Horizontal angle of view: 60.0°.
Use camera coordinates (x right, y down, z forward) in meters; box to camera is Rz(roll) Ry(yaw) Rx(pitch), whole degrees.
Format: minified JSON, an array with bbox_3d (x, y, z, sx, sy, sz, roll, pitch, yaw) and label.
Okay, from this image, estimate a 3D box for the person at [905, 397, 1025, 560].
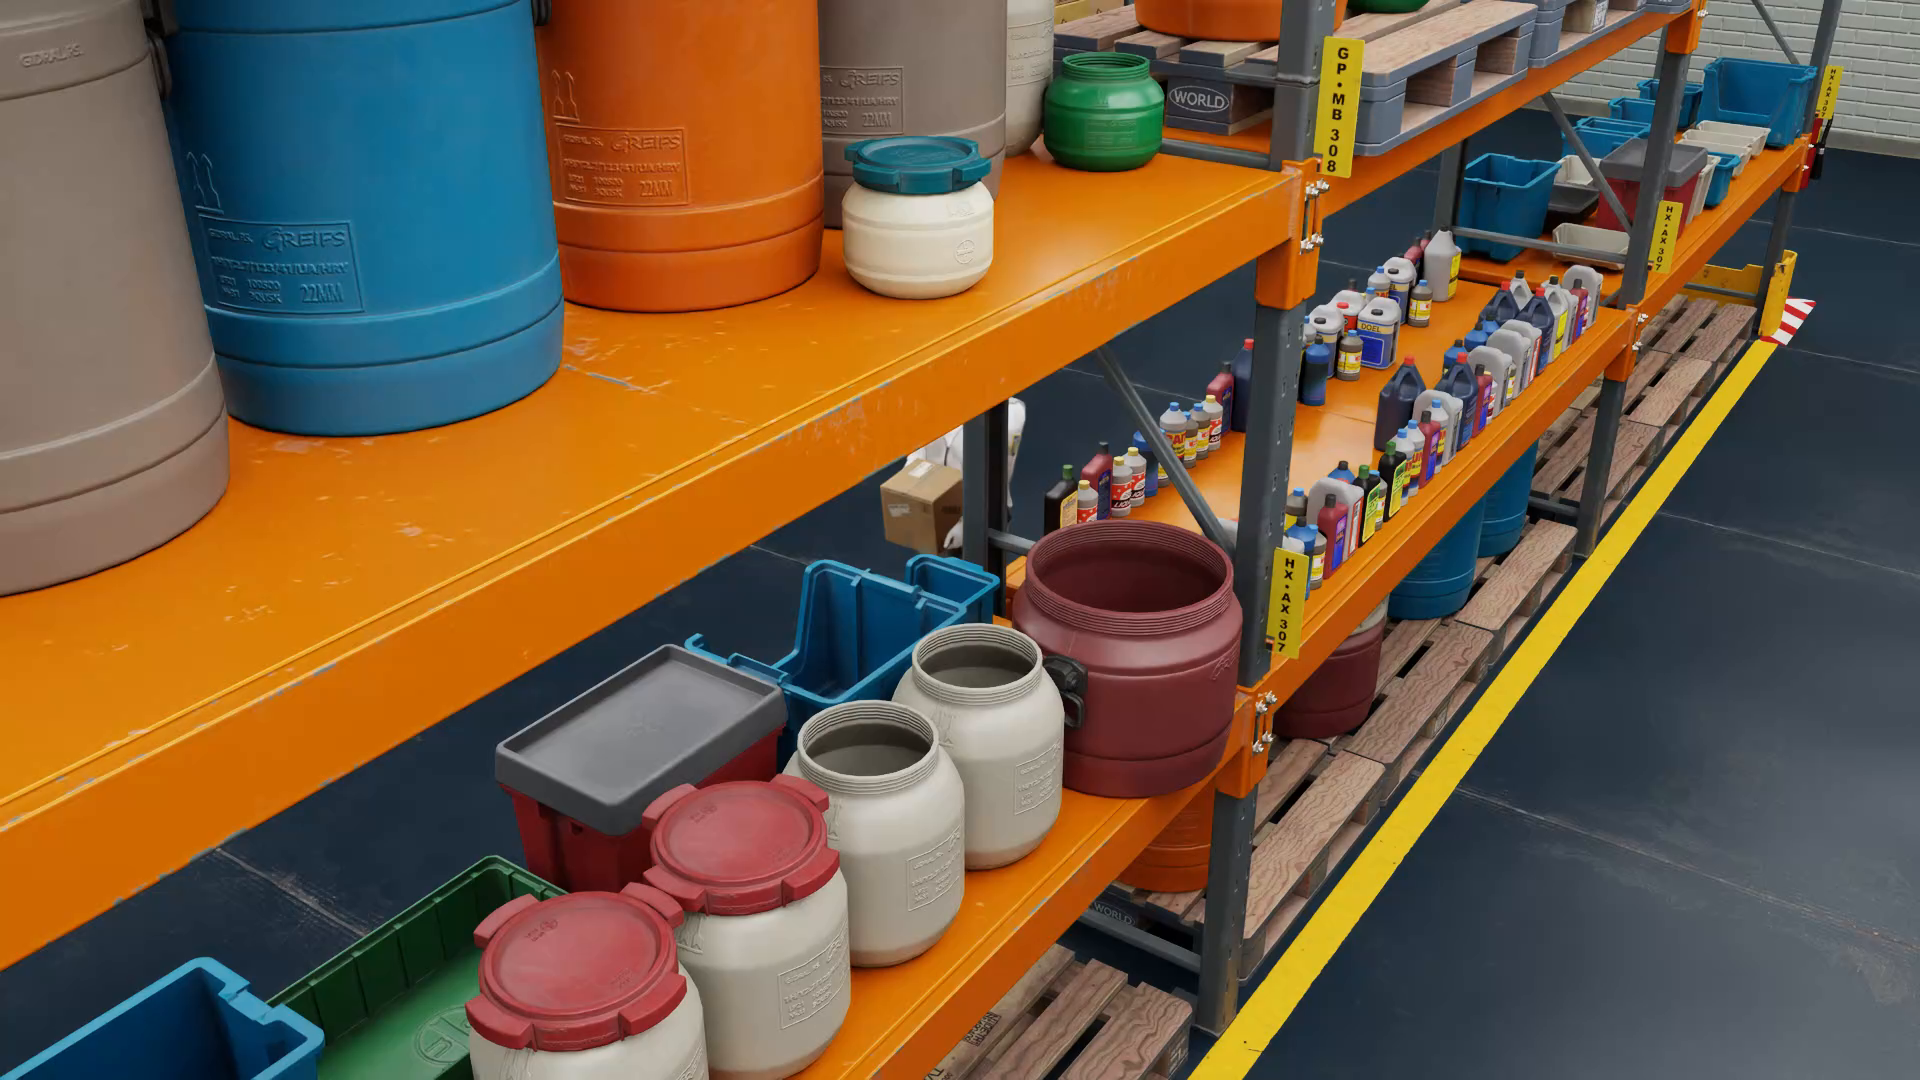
[{"bbox_3d":[-0.012,-0.059,6.704,0.459,1.684,0.554,17,32,30],"label":"person"}]
